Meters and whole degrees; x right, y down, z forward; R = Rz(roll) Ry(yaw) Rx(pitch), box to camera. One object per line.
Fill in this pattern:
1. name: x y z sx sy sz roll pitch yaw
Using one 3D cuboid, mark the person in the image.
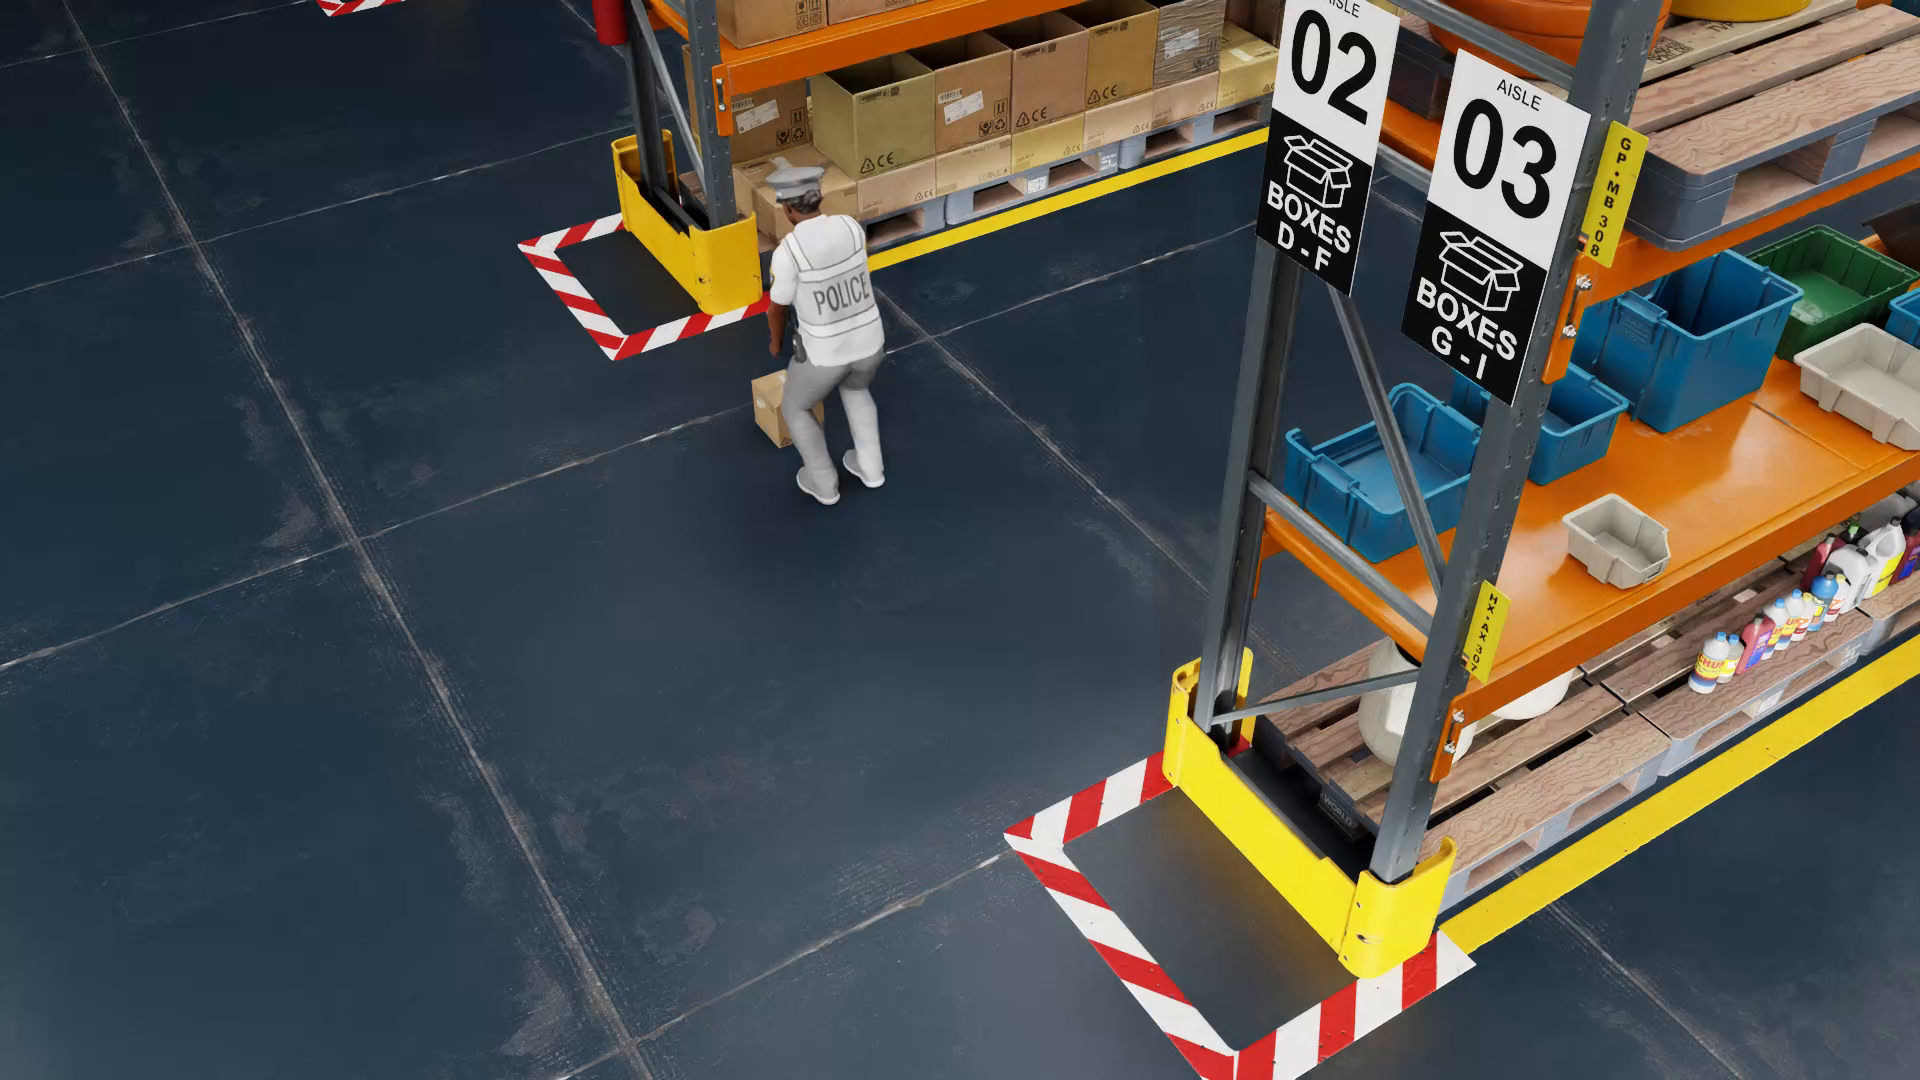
1. person: -0.599 -0.864 7.237 0.476 1.563 0.541 -22 45 -23
